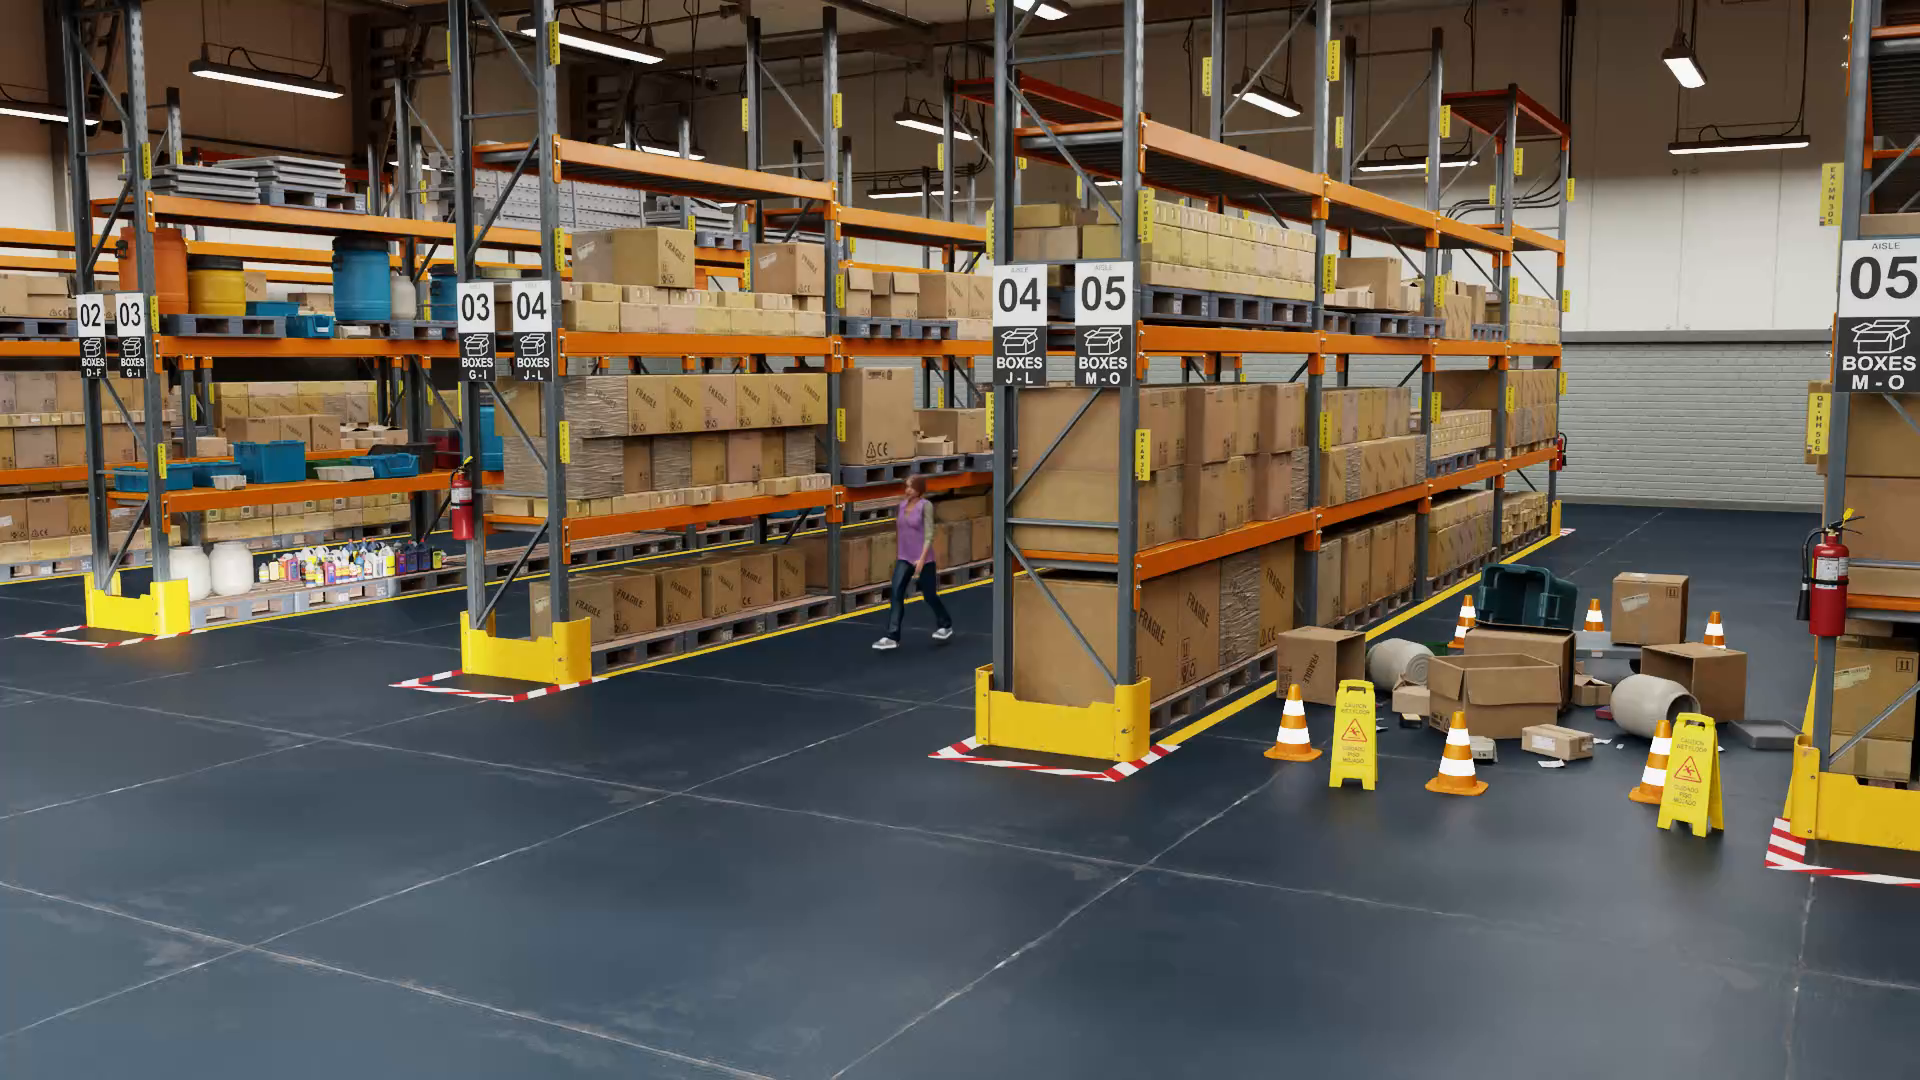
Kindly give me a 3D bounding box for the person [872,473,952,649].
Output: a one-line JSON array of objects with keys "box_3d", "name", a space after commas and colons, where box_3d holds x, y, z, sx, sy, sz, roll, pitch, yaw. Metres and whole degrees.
[{"box_3d": [-0.408, 0.176, 14.869, 0.449, 1.545, 0.922, 5, 8, 36], "name": "person"}]
